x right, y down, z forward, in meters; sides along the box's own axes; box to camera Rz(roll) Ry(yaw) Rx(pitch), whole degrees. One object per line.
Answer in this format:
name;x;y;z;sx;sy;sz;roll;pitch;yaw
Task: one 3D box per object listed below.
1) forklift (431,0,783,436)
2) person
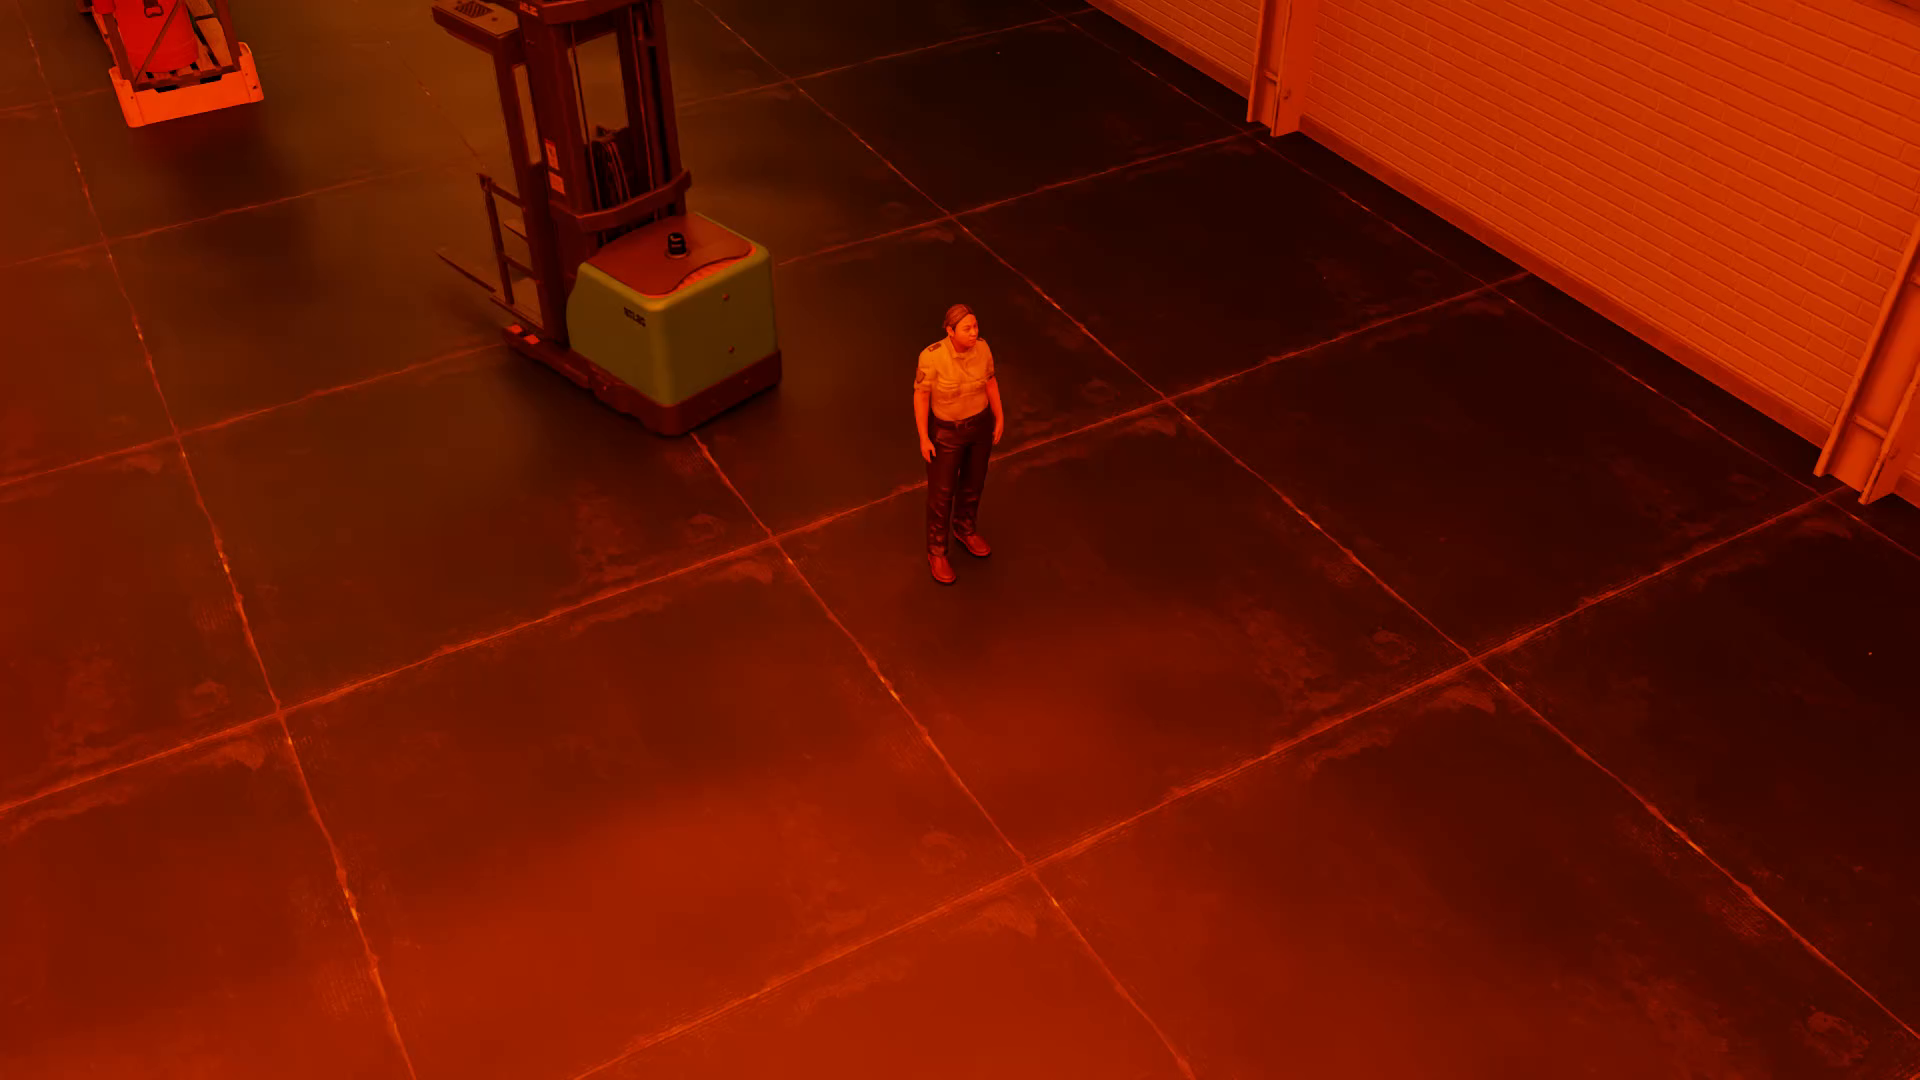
forklift;-2.655;-2.643;11.223;3.031;2.935;1.130;31;49;32
person;0.025;-0.584;9.733;0.598;1.651;0.503;-20;44;-23
